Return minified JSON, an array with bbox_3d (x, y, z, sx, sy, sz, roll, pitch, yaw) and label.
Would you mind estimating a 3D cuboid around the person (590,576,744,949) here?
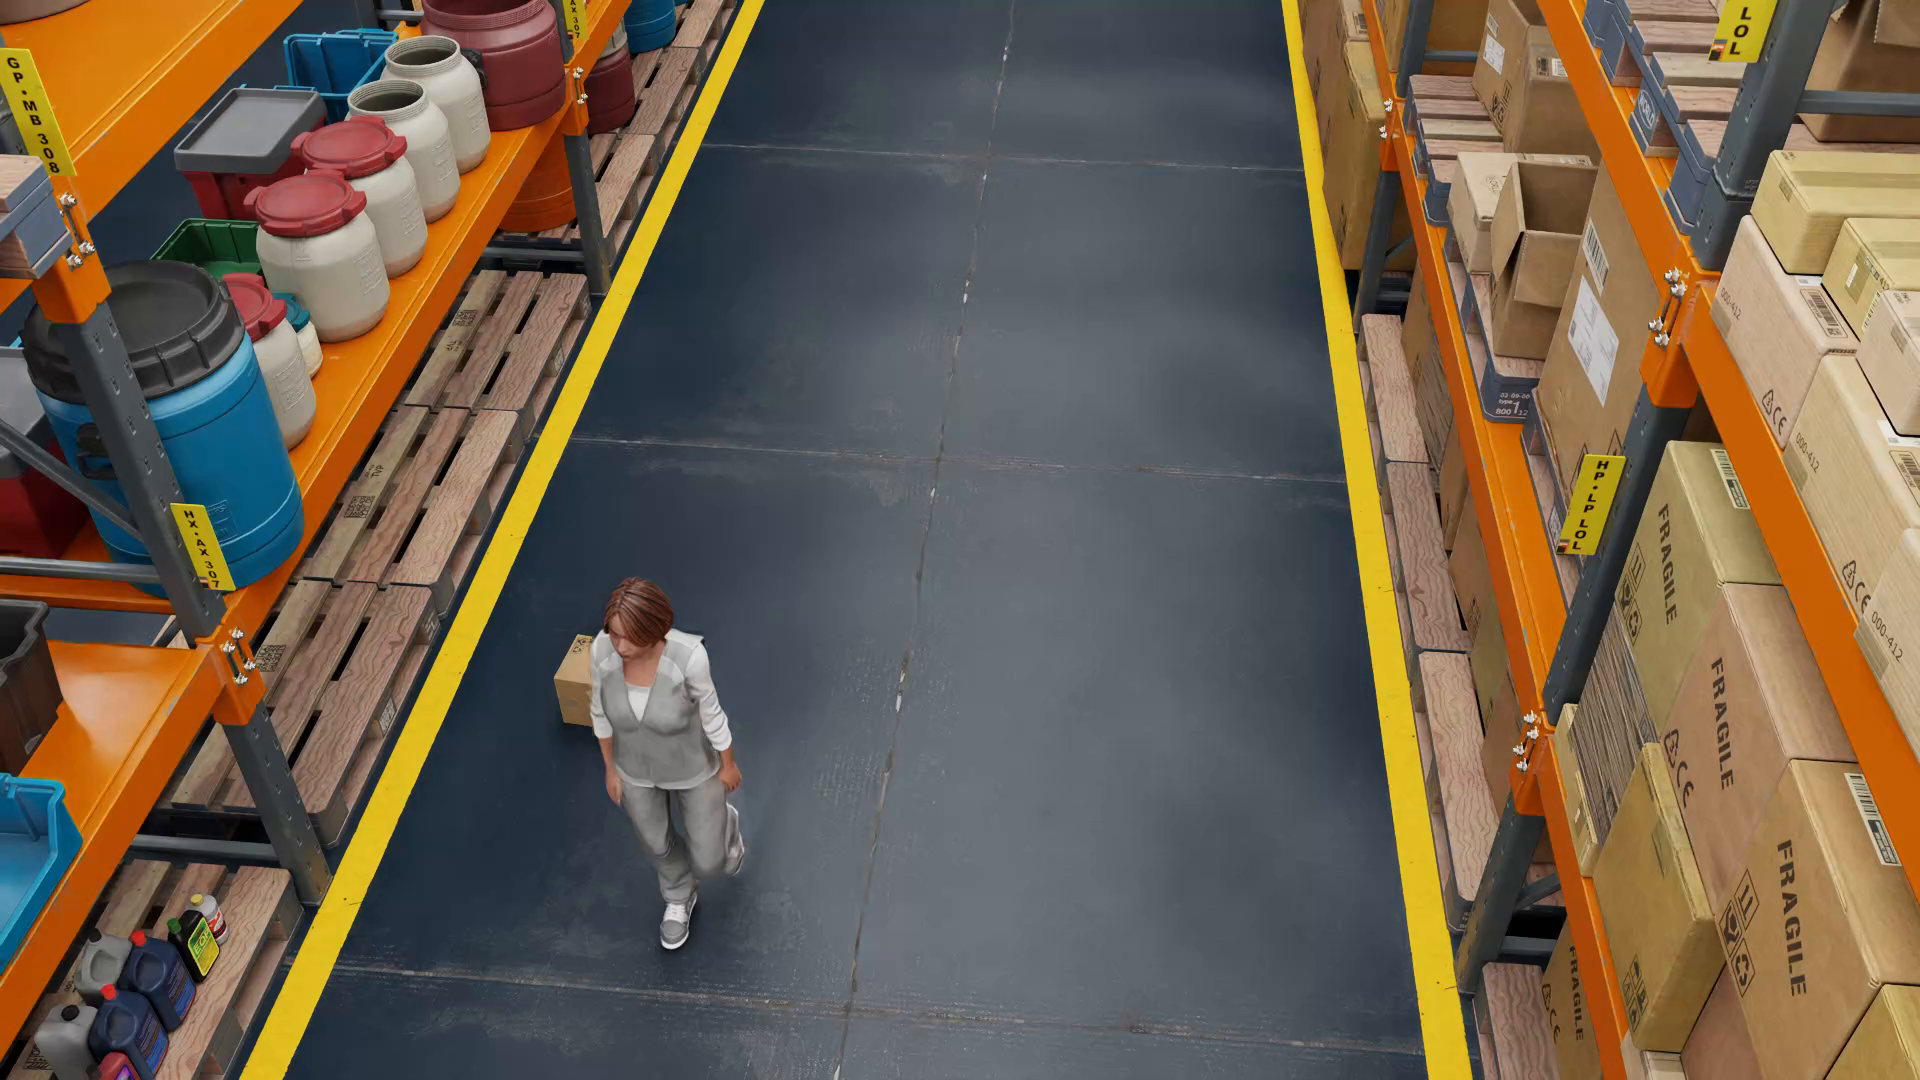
[{"bbox_3d":[-0.918,0.682,5.336,0.445,1.591,0.467,5,41,6],"label":"person"}]
